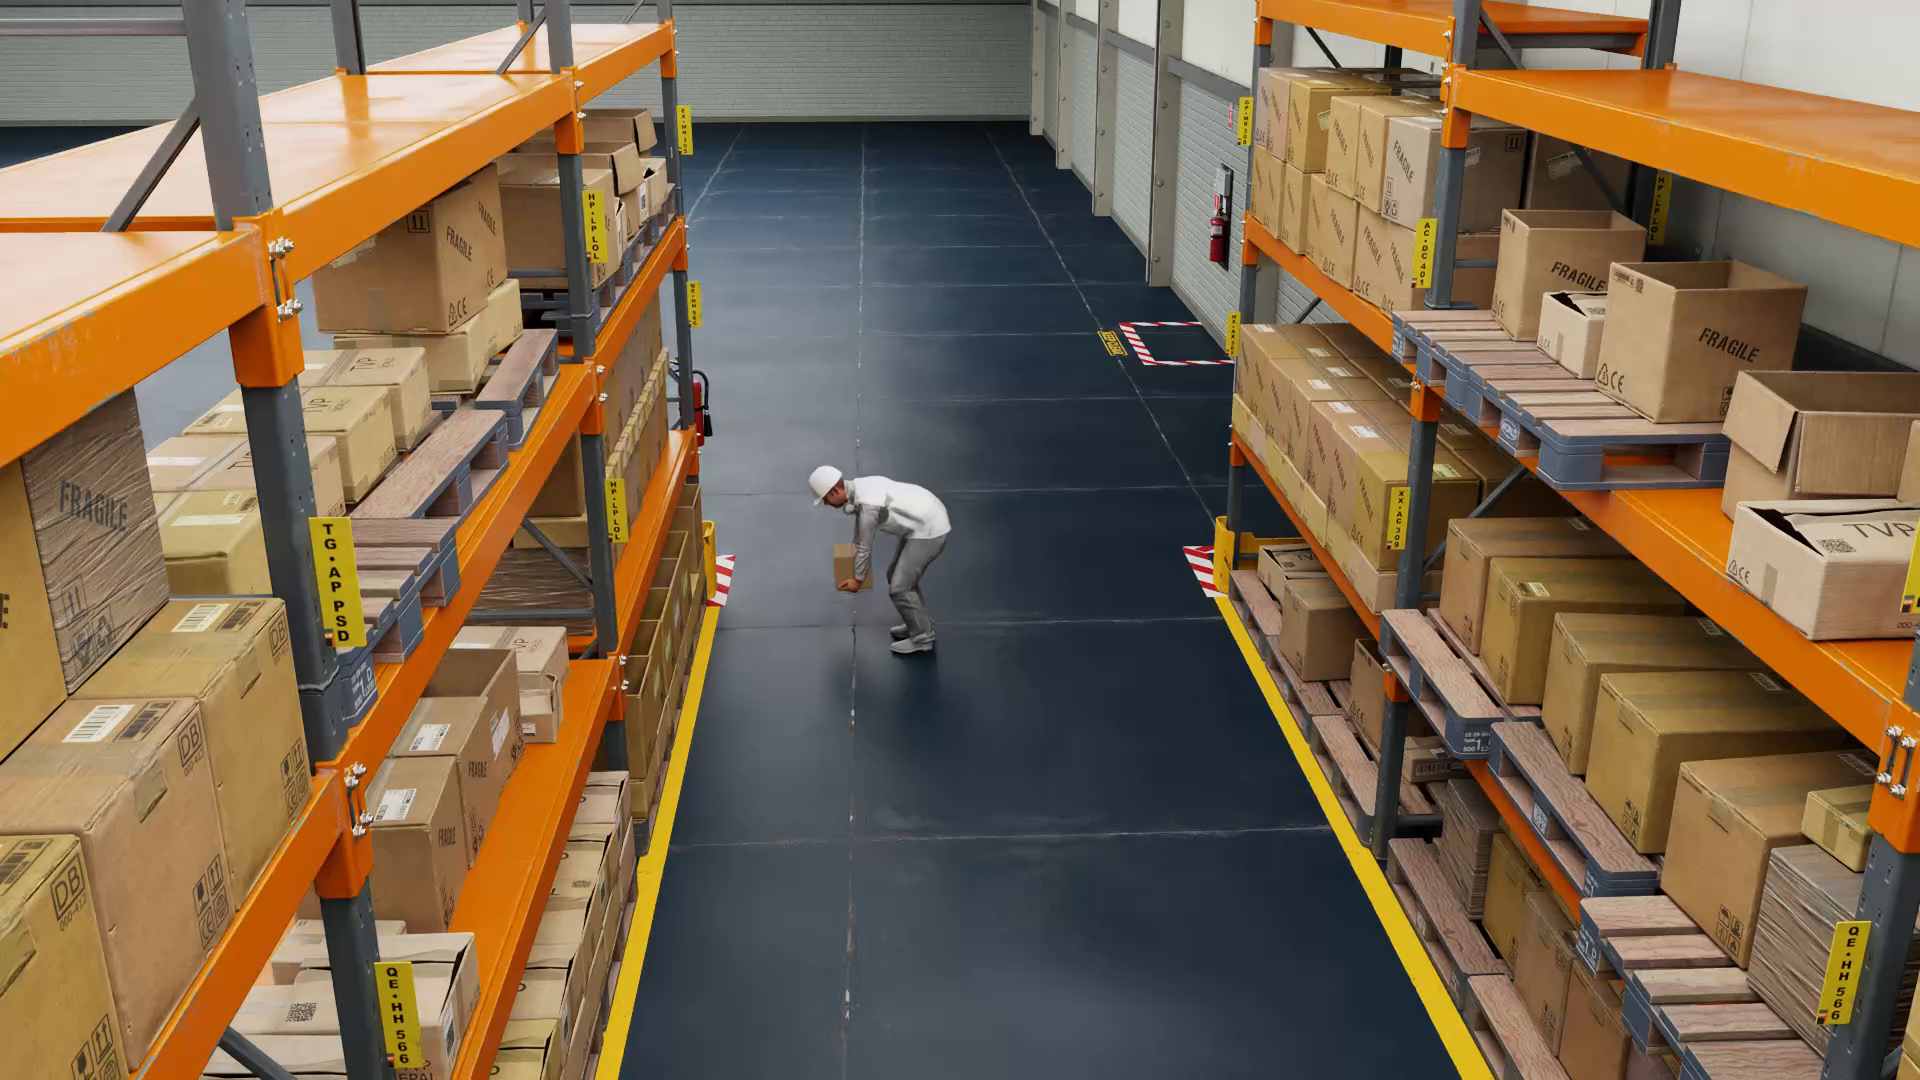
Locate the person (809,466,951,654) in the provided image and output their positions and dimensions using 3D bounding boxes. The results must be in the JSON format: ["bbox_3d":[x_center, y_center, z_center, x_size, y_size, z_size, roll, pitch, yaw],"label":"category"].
[{"bbox_3d":[-0.541,0.112,11.397,0.949,1.316,0.475,-2,20,-5],"label":"person"}]
